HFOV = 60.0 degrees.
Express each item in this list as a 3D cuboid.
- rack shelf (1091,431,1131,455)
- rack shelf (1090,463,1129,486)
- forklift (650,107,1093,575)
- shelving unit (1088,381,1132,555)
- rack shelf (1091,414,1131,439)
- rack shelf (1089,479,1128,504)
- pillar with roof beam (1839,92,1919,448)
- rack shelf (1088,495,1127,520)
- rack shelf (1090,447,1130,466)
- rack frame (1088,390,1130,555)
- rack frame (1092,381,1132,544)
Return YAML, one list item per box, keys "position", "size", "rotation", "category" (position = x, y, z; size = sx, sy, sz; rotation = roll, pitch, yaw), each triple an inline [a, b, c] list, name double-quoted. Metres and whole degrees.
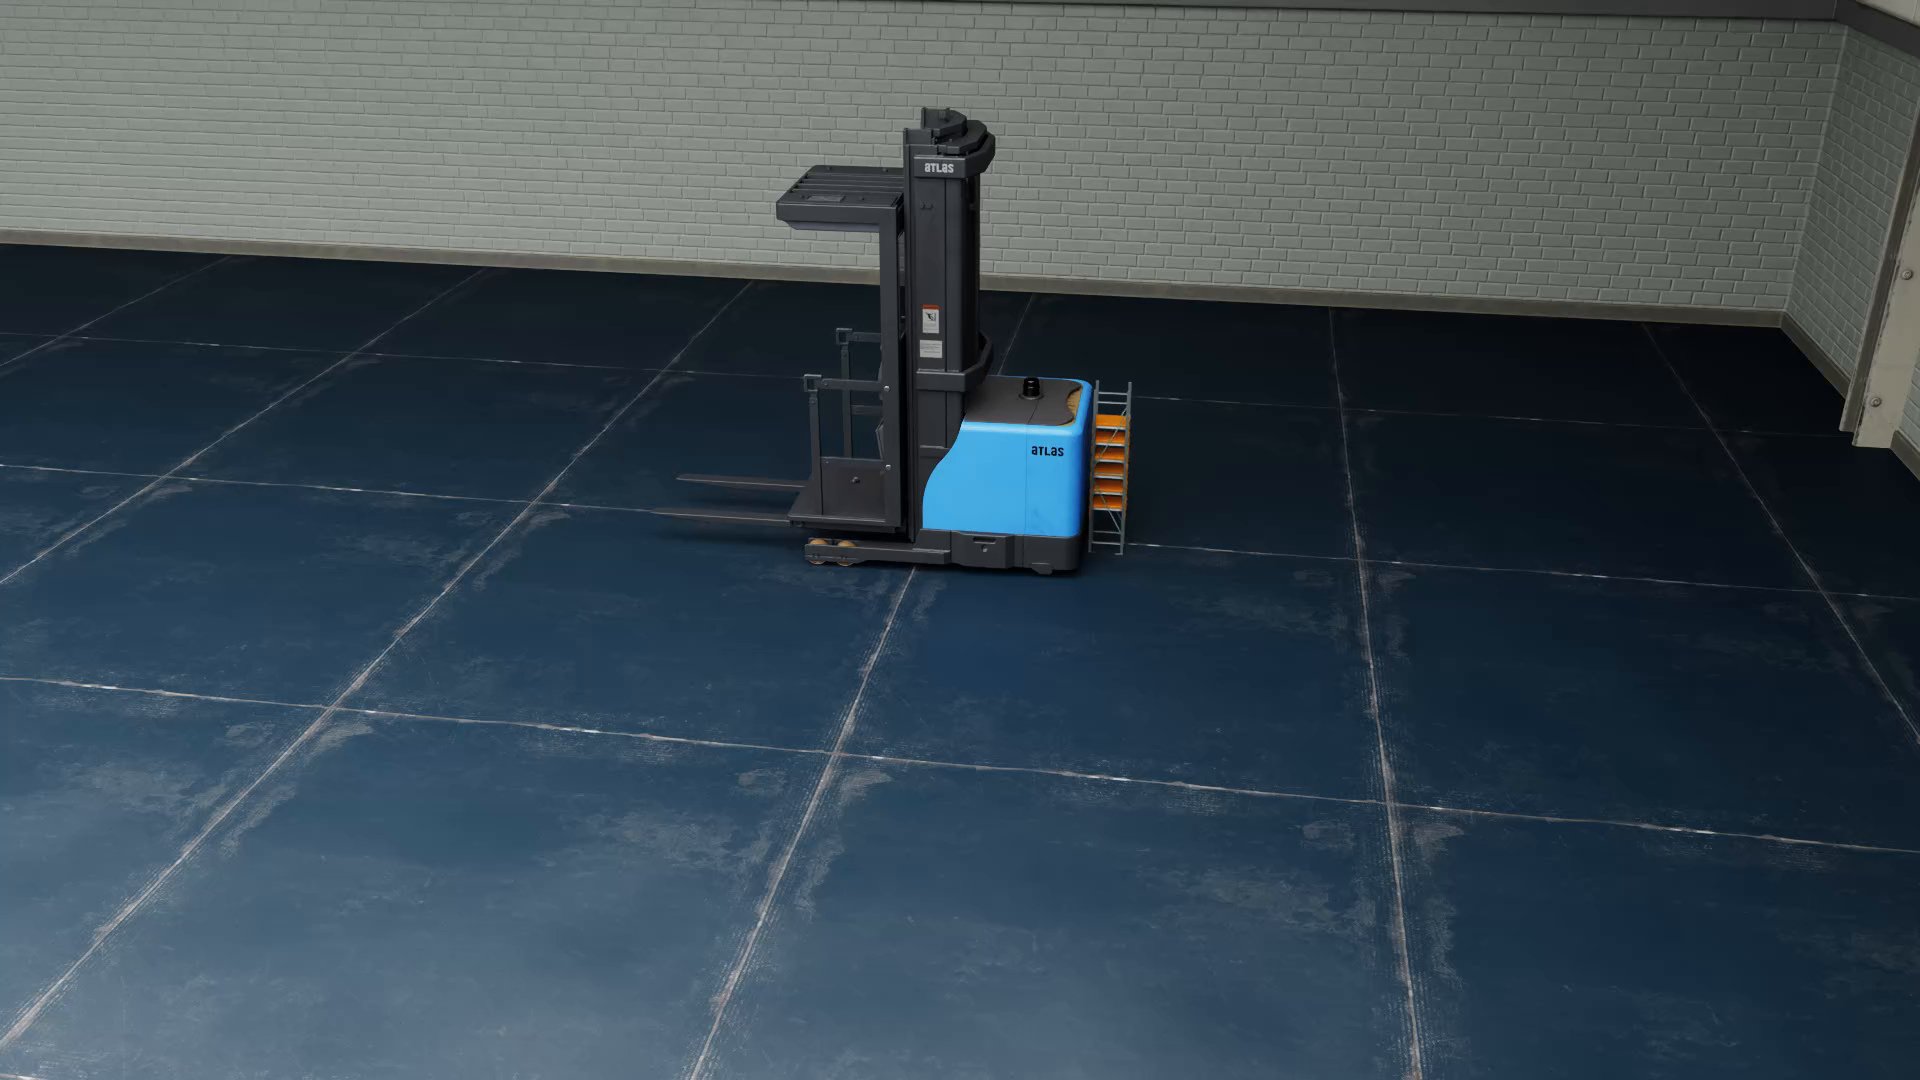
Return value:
- position: [1.023, -0.663, 11.289]
  size: [0.258, 0.103, 0.180]
  rotation: [4, 25, 8]
  category: "rack shelf"
- position: [1.023, -0.445, 11.391]
  size: [0.258, 0.103, 0.180]
  rotation: [4, 25, 8]
  category: "rack shelf"
- position: [-0.624, -1.366, 11.212]
  size: [3.031, 2.935, 1.130]
  rotation: [4, 25, 8]
  category: "forklift"
- position: [1.023, -0.486, 11.372]
  size: [0.258, 1.200, 0.189]
  rotation: [4, 25, 8]
  category: "shelving unit"
- position: [1.023, -0.771, 11.238]
  size: [0.258, 0.103, 0.180]
  rotation: [4, 25, 8]
  category: "rack shelf"
- position: [1.023, -0.337, 11.442]
  size: [0.258, 0.103, 0.180]
  rotation: [4, 25, 8]
  category: "rack shelf"
- position: [3.121, -5.201, 12.247]
  size: [9.100, 9.000, 0.400]
  rotation: [4, 25, 9]
  category: "pillar with roof beam"
- position: [1.023, -0.228, 11.493]
  size: [0.258, 0.103, 0.180]
  rotation: [4, 25, 8]
  category: "rack shelf"
- position: [1.023, -0.554, 11.340]
  size: [0.258, 0.103, 0.180]
  rotation: [4, 25, 8]
  category: "rack shelf"
- position: [1.010, -0.447, 11.290]
  size: [0.240, 1.200, 0.006]
  rotation: [4, 25, 8]
  category: "rack frame"
- position: [1.037, -0.524, 11.454]
  size: [0.240, 1.200, 0.006]
  rotation: [4, 25, 8]
  category: "rack frame"
